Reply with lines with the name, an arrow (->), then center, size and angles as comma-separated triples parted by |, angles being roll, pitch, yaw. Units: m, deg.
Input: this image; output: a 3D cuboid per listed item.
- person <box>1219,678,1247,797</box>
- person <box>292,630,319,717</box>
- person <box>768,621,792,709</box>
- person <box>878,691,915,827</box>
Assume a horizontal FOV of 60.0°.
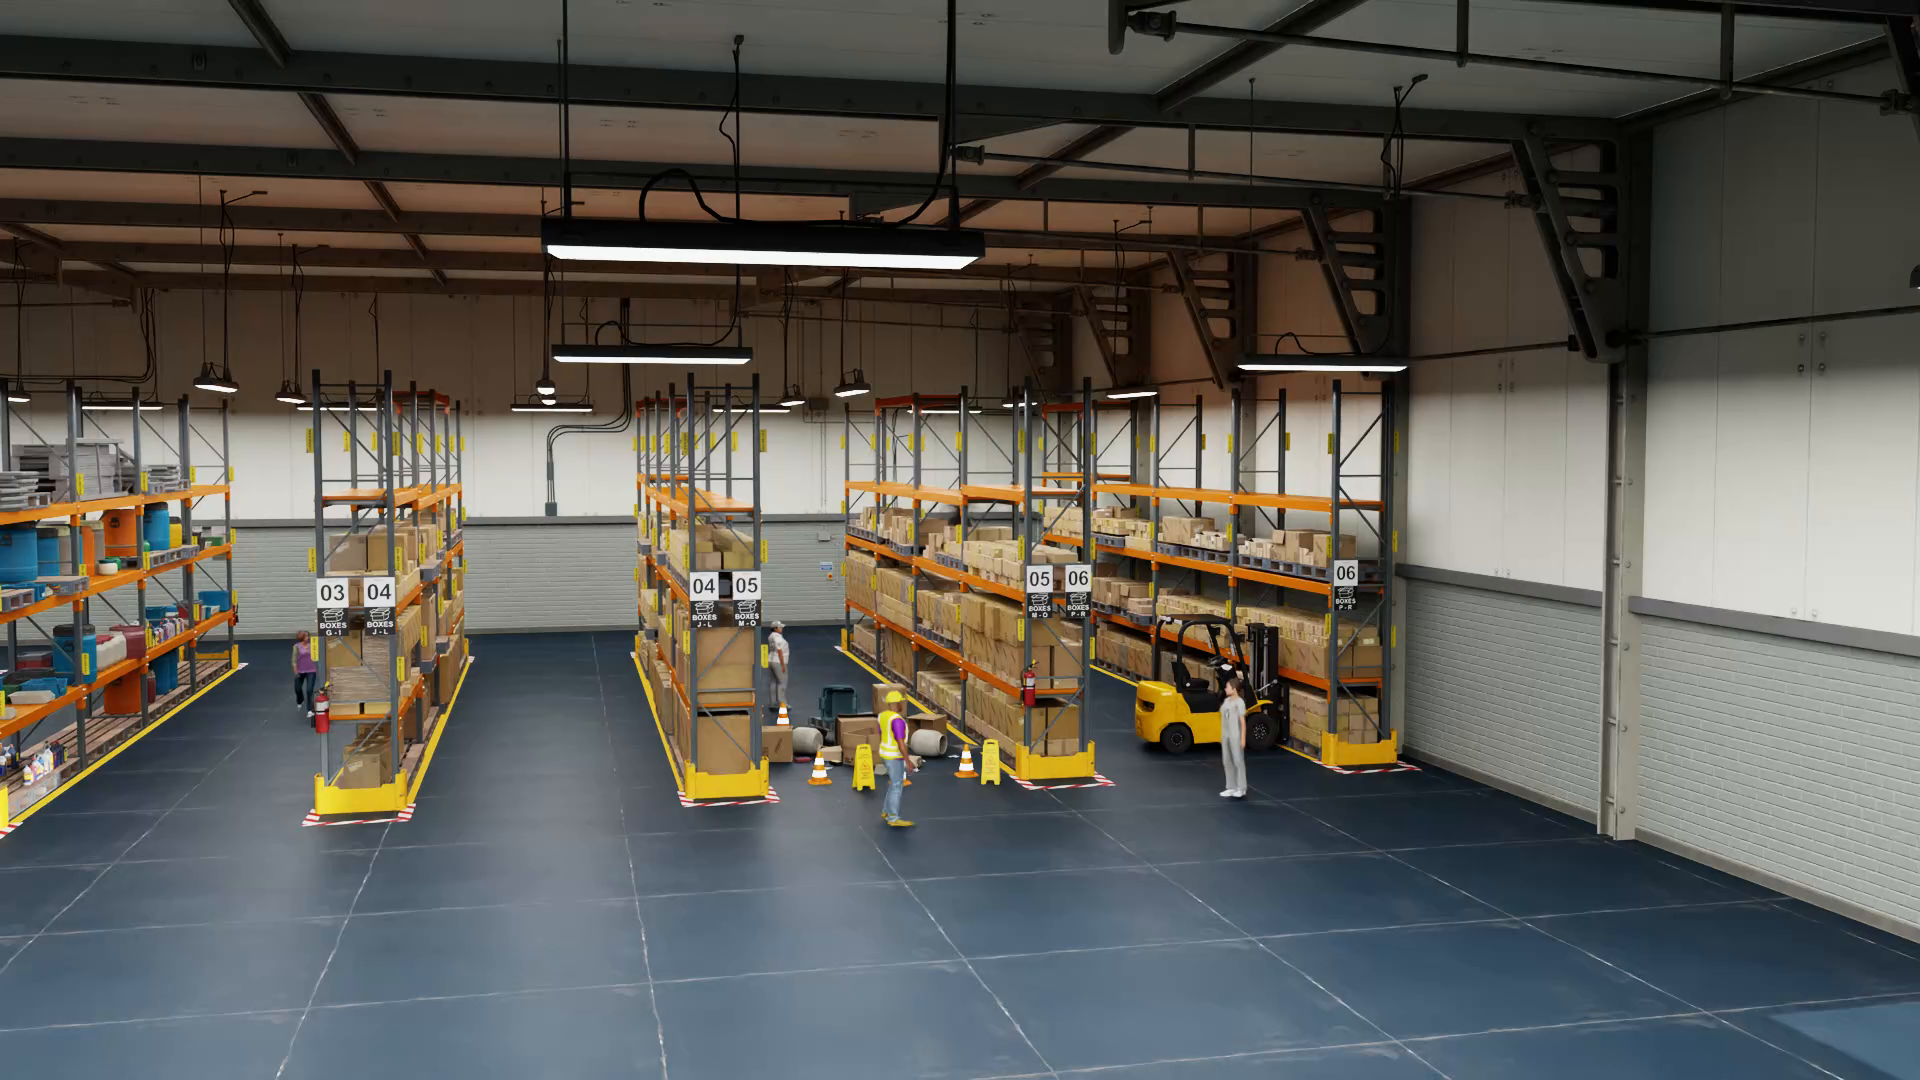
person -> 3.889, 2.778, 23.571 | 0.375, 1.637, 0.543 | -2, 4, -30
person -> -11.999, 2.437, 30.484 | 0.458, 1.592, 0.473 | -1, 3, -19
person -> -3.416, 2.356, 31.378 | 0.411, 1.654, 0.537 | -2, 4, -32
person -> -0.842, 2.889, 21.820 | 0.377, 1.809, 0.658 | -1, 4, -21
